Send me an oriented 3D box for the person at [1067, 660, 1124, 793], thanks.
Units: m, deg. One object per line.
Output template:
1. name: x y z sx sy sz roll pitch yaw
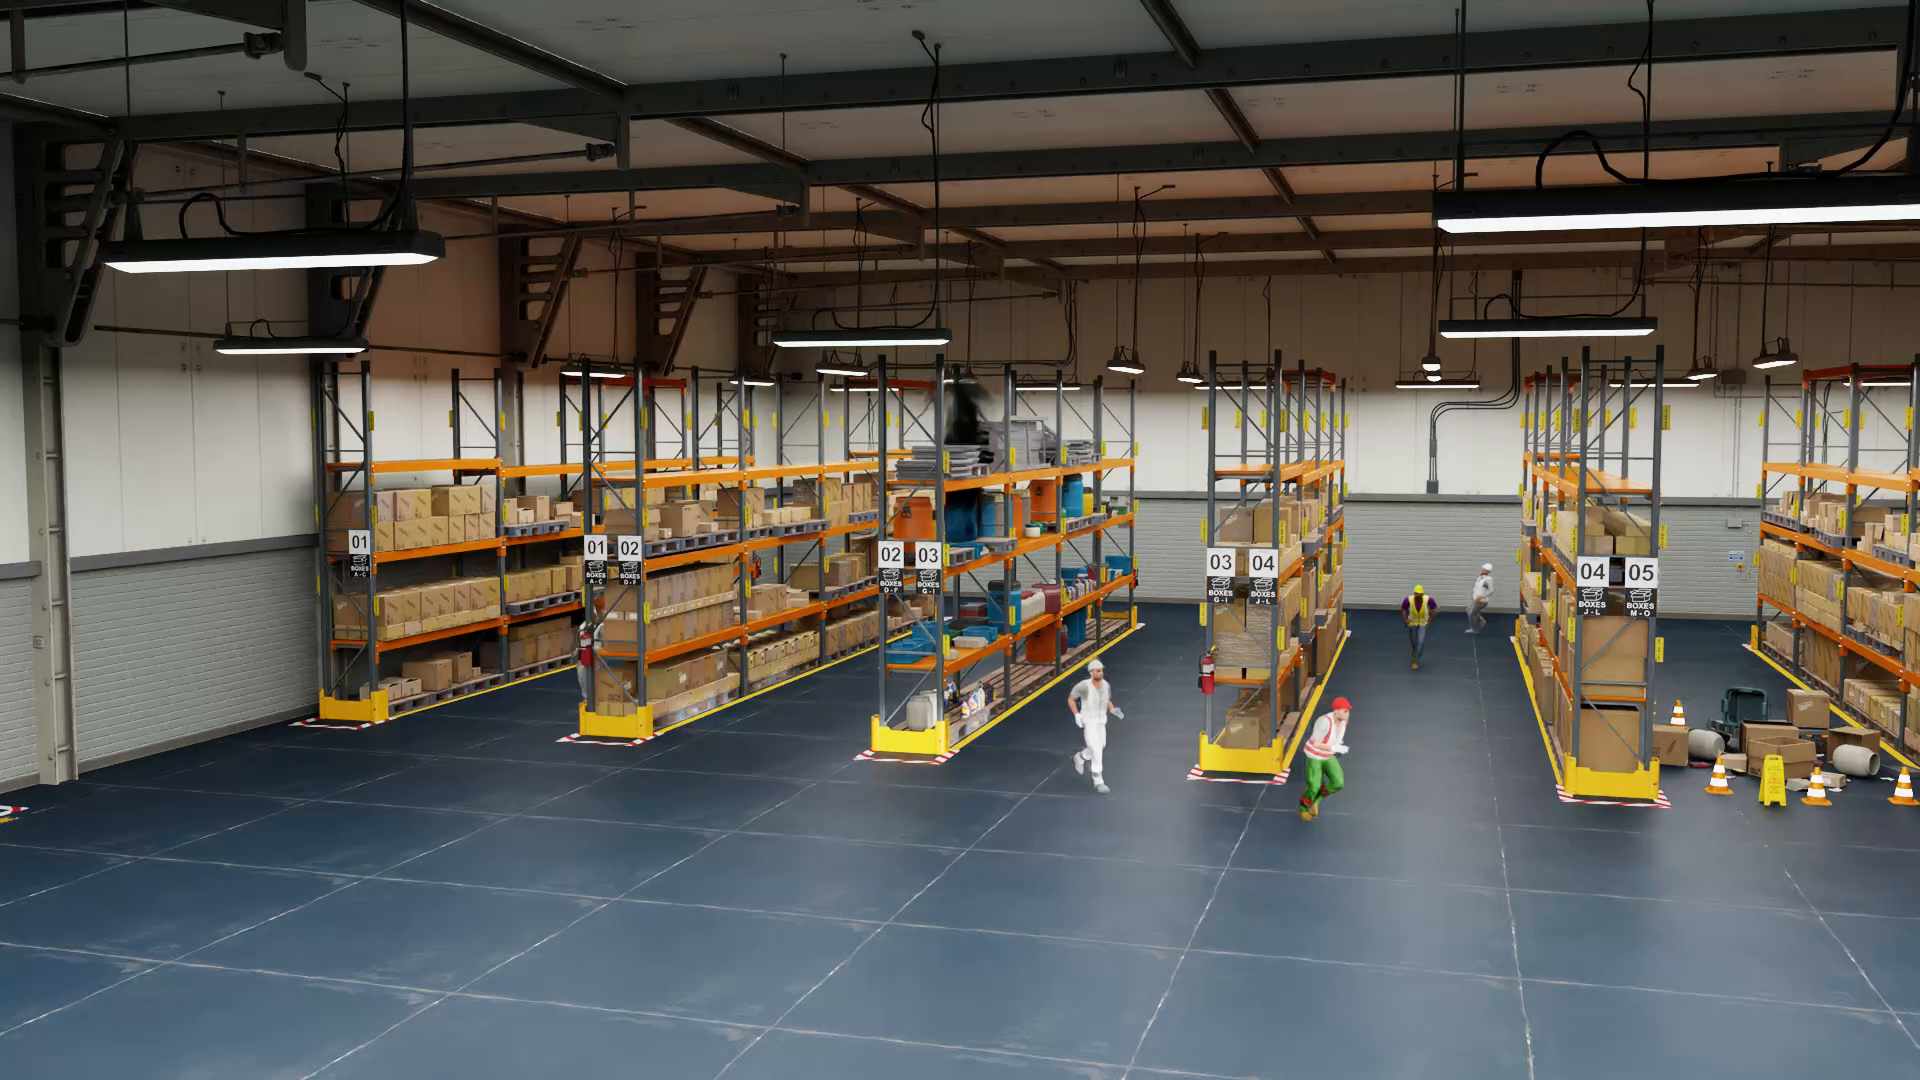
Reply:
1. person: 1.771 2.506 22.732 0.631 1.775 0.900 -3 5 -33

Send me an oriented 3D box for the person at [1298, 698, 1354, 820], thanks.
1. person: 4.582 2.717 20.660 0.701 1.608 0.895 -3 5 -34

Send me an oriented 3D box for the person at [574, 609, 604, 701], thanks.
1. person: -6.450 2.057 29.136 0.681 1.759 0.778 1 4 17

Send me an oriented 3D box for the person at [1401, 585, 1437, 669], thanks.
1. person: 9.369 1.752 33.984 0.707 1.708 0.972 1 4 11

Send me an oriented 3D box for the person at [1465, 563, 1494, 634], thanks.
1. person: 12.160 1.375 38.919 0.520 1.684 0.708 0 4 1
